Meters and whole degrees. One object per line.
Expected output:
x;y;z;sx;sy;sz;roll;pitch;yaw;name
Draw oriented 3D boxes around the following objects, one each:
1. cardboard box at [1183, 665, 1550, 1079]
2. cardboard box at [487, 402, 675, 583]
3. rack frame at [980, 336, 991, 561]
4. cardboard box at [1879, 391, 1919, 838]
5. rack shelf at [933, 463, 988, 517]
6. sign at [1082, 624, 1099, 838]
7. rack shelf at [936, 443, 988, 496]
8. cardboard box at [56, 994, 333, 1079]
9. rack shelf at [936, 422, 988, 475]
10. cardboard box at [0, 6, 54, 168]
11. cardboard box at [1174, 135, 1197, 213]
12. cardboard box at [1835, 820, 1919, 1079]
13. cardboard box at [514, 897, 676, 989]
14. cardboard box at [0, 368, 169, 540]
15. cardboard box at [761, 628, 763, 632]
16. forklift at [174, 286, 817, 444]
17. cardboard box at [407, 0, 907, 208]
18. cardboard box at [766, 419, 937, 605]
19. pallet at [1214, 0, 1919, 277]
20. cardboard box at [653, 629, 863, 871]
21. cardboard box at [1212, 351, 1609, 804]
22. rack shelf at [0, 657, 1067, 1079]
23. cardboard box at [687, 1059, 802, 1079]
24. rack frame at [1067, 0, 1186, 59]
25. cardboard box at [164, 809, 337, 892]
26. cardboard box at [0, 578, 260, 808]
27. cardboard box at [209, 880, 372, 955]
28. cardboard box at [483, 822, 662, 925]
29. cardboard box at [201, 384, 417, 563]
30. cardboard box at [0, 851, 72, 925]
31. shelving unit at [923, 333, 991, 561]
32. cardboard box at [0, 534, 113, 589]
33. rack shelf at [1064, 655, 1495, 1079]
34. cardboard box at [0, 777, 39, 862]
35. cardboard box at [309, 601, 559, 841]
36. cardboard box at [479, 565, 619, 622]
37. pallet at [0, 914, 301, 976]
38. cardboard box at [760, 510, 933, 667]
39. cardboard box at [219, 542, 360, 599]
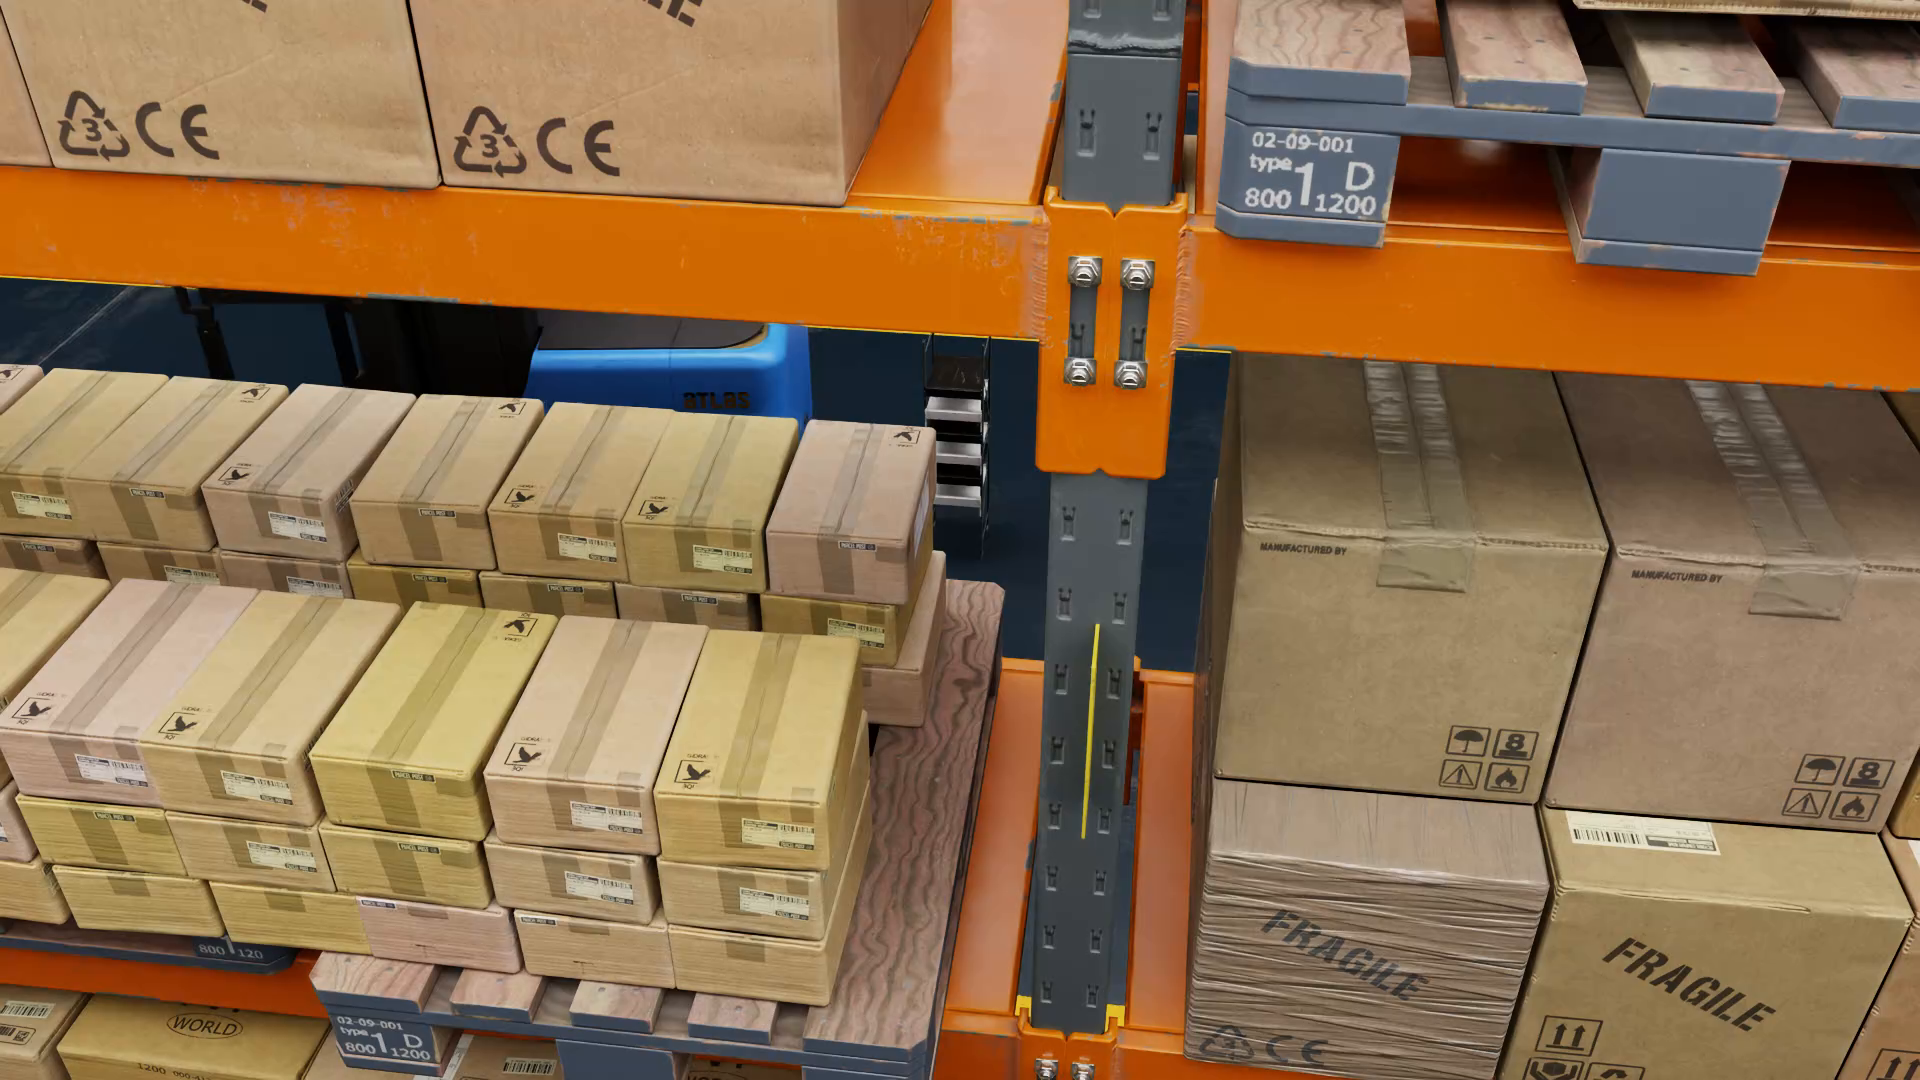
0.655;0.547;2.815;0.500;0.500;0.500;5;36;6;cardboard box
-0.699;-0.097;3.146;0.250;0.149;0.380;4;36;6;cardboard box
0.093;-0.359;5.979;0.006;0.900;0.240;4;36;6;rack frame
1.699;0.064;2.632;0.500;0.500;0.700;4;36;5;cardboard box
-0.008;-0.193;6.113;0.200;0.077;0.258;4;36;6;rack shelf
0.185;0.273;2.356;0.005;0.325;0.100;4;36;6;sign
-0.008;-0.267;6.061;0.200;0.077;0.258;4;36;6;rack shelf
-1.472;0.963;3.463;0.500;0.250;0.500;5;36;7;cardboard box
-0.008;-0.340;6.009;0.200;0.077;0.258;4;36;6;rack shelf
-1.347;-0.827;2.159;0.500;0.500;0.500;4;36;6;cardboard box
1.334;-1.514;7.690;0.625;0.372;0.950;2;36;3;cardboard box
1.660;0.621;2.712;0.500;0.500;0.500;4;36;6;cardboard box
-0.549;0.539;2.767;0.250;0.149;0.380;4;36;6;cardboard box
-1.740;-0.174;3.255;0.250;0.149;0.380;4;36;5;cardboard box
-0.440;0.161;3.297;0.250;0.149;0.380;6;36;8;cardboard box
-2.063;-1.176;5.375;3.031;2.935;1.130;0;36;-1;forklift
-0.354;-0.758;2.062;0.500;0.500;0.500;4;36;6;cardboard box
-0.194;-0.058;3.092;0.250;0.149;0.380;4;36;6;cardboard box
0.890;-0.728;2.268;1.003;0.211;1.213;6;36;8;pallet
-0.300;0.316;2.567;0.250;0.149;0.380;3;36;4;cardboard box
0.689;-0.010;2.734;0.500;0.500;0.700;4;36;6;cardboard box
-1.739;0.544;3.525;4.000;0.370;1.077;4;36;6;rack shelf
-0.467;1.041;3.354;0.500;0.250;0.500;3;36;5;cardboard box
0.245;-2.043;1.366;0.127;3.000;1.000;4;36;6;rack frame
-1.078;0.380;2.735;0.250;0.149;0.380;4;36;6;cardboard box
-1.312;0.238;2.677;0.250;0.149;0.380;4;36;6;cardboard box
-1.051;0.500;2.822;0.250;0.149;0.380;4;36;5;cardboard box
-0.568;0.416;2.683;0.250;0.149;0.380;6;36;8;cardboard box
-1.230;-0.135;3.200;0.250;0.149;0.380;6;36;8;cardboard box
-1.575;0.461;2.877;0.250;0.149;0.380;5;36;7;cardboard box
-0.008;-0.367;5.989;0.210;0.900;0.258;4;36;6;shelving unit
-1.755;-0.054;3.343;0.250;0.149;0.380;6;36;8;cardboard box
2.228;0.840;3.110;4.000;0.370;1.077;4;36;6;rack shelf
-1.583;0.341;2.789;0.250;0.149;0.380;5;36;7;cardboard box
-0.809;0.277;2.622;0.250;0.149;0.380;5;36;7;cardboard box
-0.744;0.021;3.237;0.250;0.149;0.380;3;36;4;cardboard box
-1.724;0.354;3.336;1.213;0.211;1.003;4;36;6;pallet
-0.209;0.058;3.185;0.250;0.149;0.380;6;36;8;cardboard box
-1.241;-0.016;3.289;0.250;0.149;0.380;4;36;6;cardboard box
